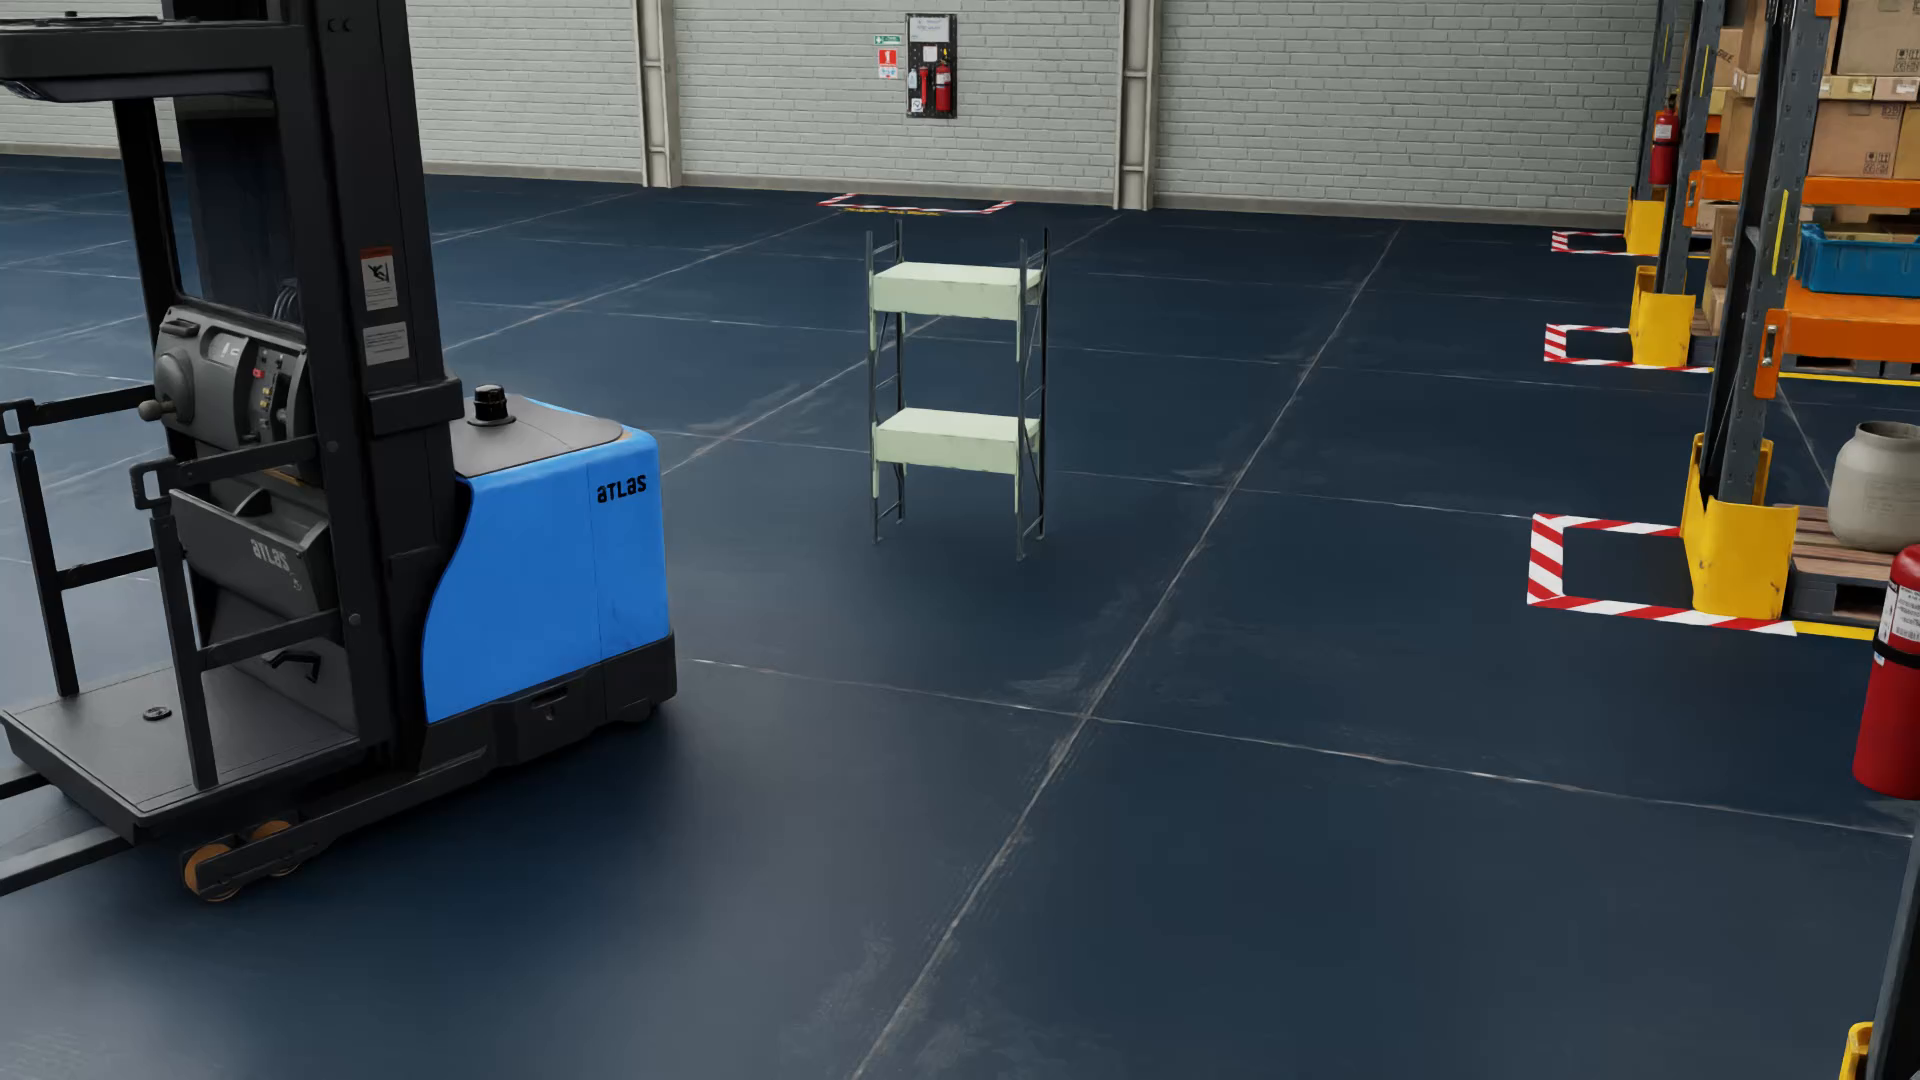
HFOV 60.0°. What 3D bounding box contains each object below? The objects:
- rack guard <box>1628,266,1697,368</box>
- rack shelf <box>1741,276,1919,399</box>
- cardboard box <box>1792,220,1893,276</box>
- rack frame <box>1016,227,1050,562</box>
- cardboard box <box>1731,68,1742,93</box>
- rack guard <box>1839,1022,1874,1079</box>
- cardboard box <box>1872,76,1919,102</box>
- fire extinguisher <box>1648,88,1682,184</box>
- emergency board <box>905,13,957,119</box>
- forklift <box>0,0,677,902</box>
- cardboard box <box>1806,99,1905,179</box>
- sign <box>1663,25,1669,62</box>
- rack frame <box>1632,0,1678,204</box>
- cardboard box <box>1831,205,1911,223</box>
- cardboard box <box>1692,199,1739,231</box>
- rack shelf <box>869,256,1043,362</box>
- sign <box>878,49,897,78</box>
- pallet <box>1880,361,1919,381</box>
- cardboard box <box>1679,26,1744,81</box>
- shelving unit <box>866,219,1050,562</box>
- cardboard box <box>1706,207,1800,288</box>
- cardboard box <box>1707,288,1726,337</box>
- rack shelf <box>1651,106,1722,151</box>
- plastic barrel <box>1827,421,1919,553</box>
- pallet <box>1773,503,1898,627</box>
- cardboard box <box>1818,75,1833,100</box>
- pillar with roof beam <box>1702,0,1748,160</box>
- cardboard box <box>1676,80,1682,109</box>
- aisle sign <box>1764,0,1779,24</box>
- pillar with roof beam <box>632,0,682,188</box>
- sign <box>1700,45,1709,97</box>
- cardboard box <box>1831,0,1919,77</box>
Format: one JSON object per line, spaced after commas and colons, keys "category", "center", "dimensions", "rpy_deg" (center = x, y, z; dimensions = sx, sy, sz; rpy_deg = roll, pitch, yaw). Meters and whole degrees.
{"category": "rack guard", "center": [5.045, -1.622, 11.971], "dimensions": [0.348, 0.500, 1.175], "rpy_deg": [7, 20, 18]}
{"category": "rack shelf", "center": [5.327, -0.705, 6.634], "dimensions": [4.000, 0.370, 1.077], "rpy_deg": [7, 20, 18]}
{"category": "cardboard box", "center": [5.974, -1.874, 11.294], "dimensions": [0.500, 0.500, 0.500], "rpy_deg": [7, 20, 18]}
{"category": "rack frame", "center": [0.339, -0.669, 7.718], "dimensions": [0.023, 1.500, 0.400], "rpy_deg": [7, 20, 18]}
{"category": "cardboard box", "center": [5.491, -3.172, 11.481], "dimensions": [0.250, 0.149, 0.380], "rpy_deg": [6, 20, 17]}
{"category": "rack guard", "center": [1.885, 1.468, 3.105], "dimensions": [0.348, 0.500, 1.175], "rpy_deg": [7, 20, 18]}
{"category": "cardboard box", "center": [6.090, -2.961, 10.877], "dimensions": [0.250, 0.149, 0.380], "rpy_deg": [6, 20, 17]}
{"category": "fire extinguisher", "center": [5.108, -2.921, 12.016], "dimensions": [0.183, 0.674, 0.296], "rpy_deg": [7, 20, 18]}
{"category": "emergency board", "center": [-0.355, -5.461, 19.186], "dimensions": [0.643, 1.169, 0.194], "rpy_deg": [7, 20, 18]}
{"category": "forklift", "center": [-2.413, -0.491, 5.032], "dimensions": [1.130, 2.935, 3.031], "rpy_deg": [16, 25, 39]}
{"category": "cardboard box", "center": [6.002, -2.738, 11.221], "dimensions": [0.500, 0.500, 0.700], "rpy_deg": [7, 20, 19]}
{"category": "sign", "center": [6.511, -4.581, 15.345], "dimensions": [0.005, 0.325, 0.100], "rpy_deg": [7, 20, 18]}
{"category": "rack frame", "center": [6.689, -4.341, 15.972], "dimensions": [0.127, 3.000, 1.000], "rpy_deg": [7, 20, 18]}
{"category": "cardboard box", "center": [8.529, -3.109, 15.568], "dimensions": [0.500, 0.500, 0.700], "rpy_deg": [5, 20, 15]}
{"category": "cardboard box", "center": [7.313, -3.176, 16.047], "dimensions": [0.500, 0.311, 0.500], "rpy_deg": [4, 20, 12]}
{"category": "rack shelf", "center": [-0.006, -1.077, 7.703], "dimensions": [0.720, 0.370, 0.431], "rpy_deg": [7, 20, 18]}
{"category": "sign", "center": [-0.844, -5.570, 19.443], "dimensions": [0.234, 0.329, 0.001], "rpy_deg": [7, 20, 18]}
{"category": "pallet", "center": [6.952, -1.282, 11.432], "dimensions": [1.213, 0.211, 1.003], "rpy_deg": [7, 20, 18]}
{"category": "cardboard box", "center": [7.204, -4.649, 15.913], "dimensions": [0.500, 0.500, 0.500], "rpy_deg": [6, 20, 17]}
{"category": "shelving unit", "center": [-0.006, -0.709, 7.831], "dimensions": [0.755, 1.500, 0.431], "rpy_deg": [7, 20, 18]}
{"category": "cardboard box", "center": [5.672, -2.089, 11.911], "dimensions": [0.500, 0.500, 0.500], "rpy_deg": [7, 20, 18]}
{"category": "cardboard box", "center": [5.501, -1.573, 11.571], "dimensions": [0.500, 0.250, 0.500], "rpy_deg": [7, 20, 18]}
{"category": "rack shelf", "center": [8.579, -3.785, 15.471], "dimensions": [4.000, 0.370, 1.077], "rpy_deg": [7, 20, 18]}
{"category": "plastic barrel", "center": [4.085, -0.237, 7.340], "dimensions": [0.421, 0.512, 0.421], "rpy_deg": [0, 19, 0]}
{"category": "pallet", "center": [4.291, 0.139, 7.356], "dimensions": [1.213, 0.211, 1.003], "rpy_deg": [7, 20, 18]}
{"category": "cardboard box", "center": [5.618, -3.017, 11.036], "dimensions": [0.250, 0.149, 0.380], "rpy_deg": [6, 20, 17]}
{"category": "pillar with roof beam", "center": [6.222, -6.028, 11.699], "dimensions": [0.400, 9.000, 9.100], "rpy_deg": [7, 20, 18]}
{"category": "cardboard box", "center": [7.195, -4.289, 16.021], "dimensions": [0.500, 0.250, 0.500], "rpy_deg": [7, 20, 19]}
{"category": "aisle sign", "center": [3.468, -2.588, 6.994], "dimensions": [0.004, 0.787, 0.394], "rpy_deg": [7, 20, 18]}
{"category": "pillar with roof beam", "center": [-5.114, -7.325, 15.418], "dimensions": [0.400, 9.000, 9.100], "rpy_deg": [7, 20, 18]}
{"category": "sign", "center": [4.879, -3.074, 10.903], "dimensions": [0.005, 0.325, 0.100], "rpy_deg": [7, 20, 18]}
{"category": "cardboard box", "center": [6.053, -3.345, 10.992], "dimensions": [0.500, 0.500, 0.700], "rpy_deg": [6, 20, 17]}
